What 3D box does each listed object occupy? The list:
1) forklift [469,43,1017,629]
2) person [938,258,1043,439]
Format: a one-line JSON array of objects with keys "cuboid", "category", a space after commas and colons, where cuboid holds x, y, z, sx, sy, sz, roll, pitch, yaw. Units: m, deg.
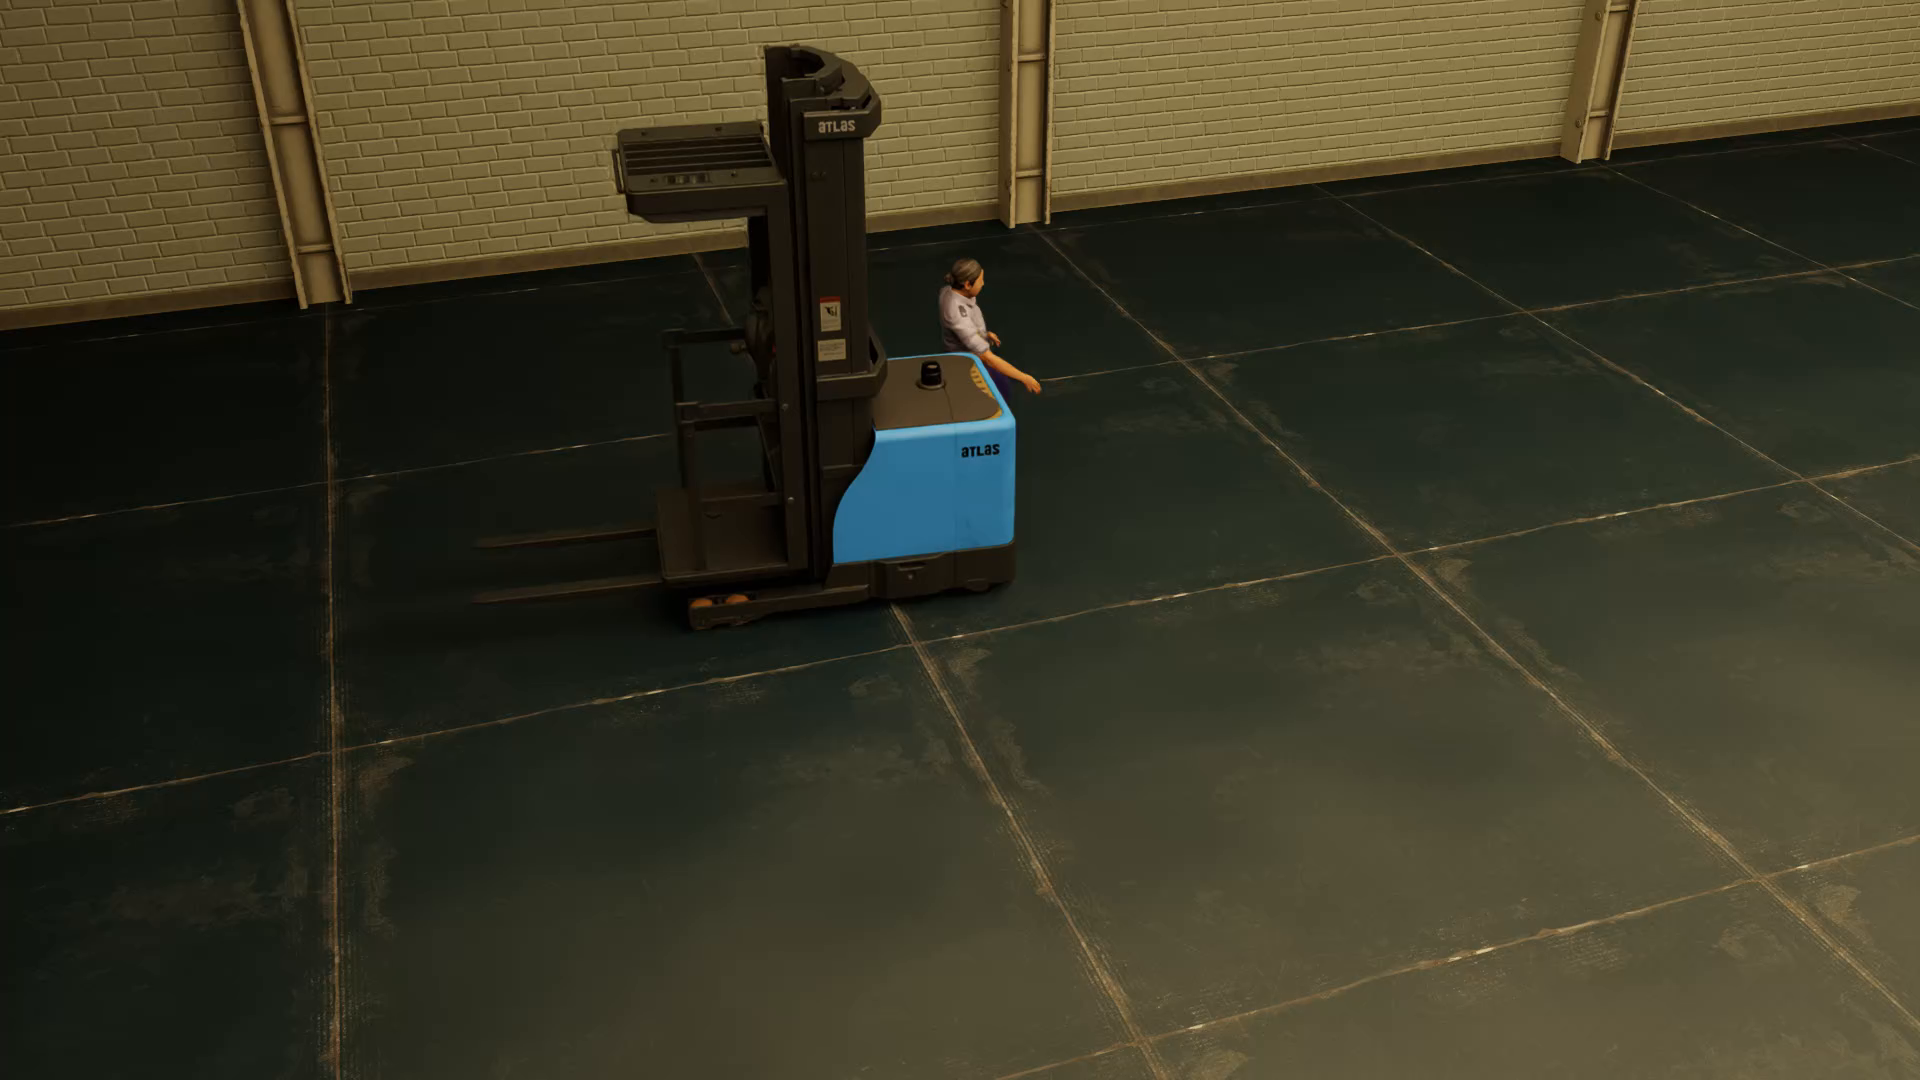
[{"cuboid": [-1.252, -1.066, 8.940, 3.031, 2.935, 1.130, -6, 31, -11], "category": "forklift"}, {"cuboid": [0.173, -1.032, 10.367, 0.594, 1.556, 0.779, -4, 30, -7], "category": "person"}]
